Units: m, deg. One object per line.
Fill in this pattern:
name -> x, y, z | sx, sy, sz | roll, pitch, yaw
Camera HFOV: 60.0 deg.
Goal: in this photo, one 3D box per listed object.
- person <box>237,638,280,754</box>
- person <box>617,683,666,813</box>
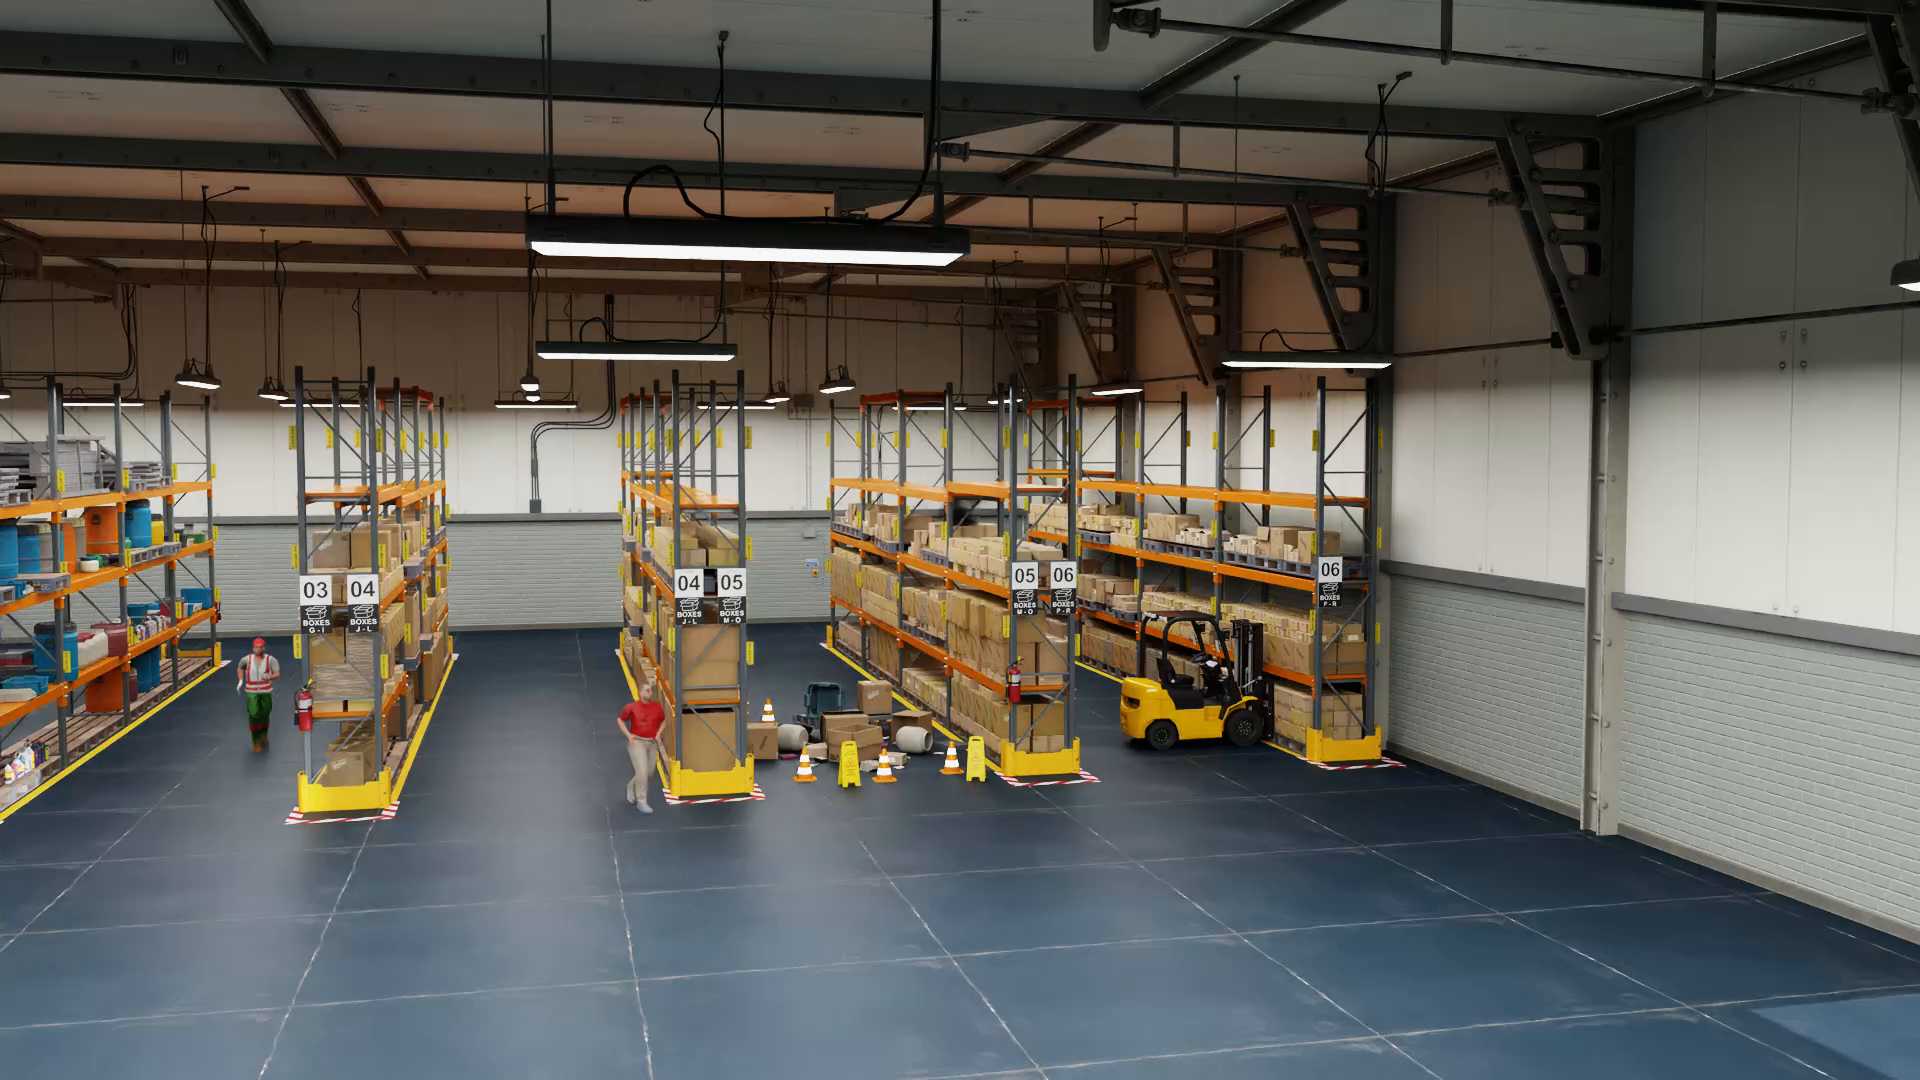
person -> -11.332, 2.498, 26.891 | 0.643, 1.844, 0.876 | -2, 4, -25
person -> -4.310, 2.820, 22.715 | 0.658, 1.715, 0.742 | -3, 5, -42
